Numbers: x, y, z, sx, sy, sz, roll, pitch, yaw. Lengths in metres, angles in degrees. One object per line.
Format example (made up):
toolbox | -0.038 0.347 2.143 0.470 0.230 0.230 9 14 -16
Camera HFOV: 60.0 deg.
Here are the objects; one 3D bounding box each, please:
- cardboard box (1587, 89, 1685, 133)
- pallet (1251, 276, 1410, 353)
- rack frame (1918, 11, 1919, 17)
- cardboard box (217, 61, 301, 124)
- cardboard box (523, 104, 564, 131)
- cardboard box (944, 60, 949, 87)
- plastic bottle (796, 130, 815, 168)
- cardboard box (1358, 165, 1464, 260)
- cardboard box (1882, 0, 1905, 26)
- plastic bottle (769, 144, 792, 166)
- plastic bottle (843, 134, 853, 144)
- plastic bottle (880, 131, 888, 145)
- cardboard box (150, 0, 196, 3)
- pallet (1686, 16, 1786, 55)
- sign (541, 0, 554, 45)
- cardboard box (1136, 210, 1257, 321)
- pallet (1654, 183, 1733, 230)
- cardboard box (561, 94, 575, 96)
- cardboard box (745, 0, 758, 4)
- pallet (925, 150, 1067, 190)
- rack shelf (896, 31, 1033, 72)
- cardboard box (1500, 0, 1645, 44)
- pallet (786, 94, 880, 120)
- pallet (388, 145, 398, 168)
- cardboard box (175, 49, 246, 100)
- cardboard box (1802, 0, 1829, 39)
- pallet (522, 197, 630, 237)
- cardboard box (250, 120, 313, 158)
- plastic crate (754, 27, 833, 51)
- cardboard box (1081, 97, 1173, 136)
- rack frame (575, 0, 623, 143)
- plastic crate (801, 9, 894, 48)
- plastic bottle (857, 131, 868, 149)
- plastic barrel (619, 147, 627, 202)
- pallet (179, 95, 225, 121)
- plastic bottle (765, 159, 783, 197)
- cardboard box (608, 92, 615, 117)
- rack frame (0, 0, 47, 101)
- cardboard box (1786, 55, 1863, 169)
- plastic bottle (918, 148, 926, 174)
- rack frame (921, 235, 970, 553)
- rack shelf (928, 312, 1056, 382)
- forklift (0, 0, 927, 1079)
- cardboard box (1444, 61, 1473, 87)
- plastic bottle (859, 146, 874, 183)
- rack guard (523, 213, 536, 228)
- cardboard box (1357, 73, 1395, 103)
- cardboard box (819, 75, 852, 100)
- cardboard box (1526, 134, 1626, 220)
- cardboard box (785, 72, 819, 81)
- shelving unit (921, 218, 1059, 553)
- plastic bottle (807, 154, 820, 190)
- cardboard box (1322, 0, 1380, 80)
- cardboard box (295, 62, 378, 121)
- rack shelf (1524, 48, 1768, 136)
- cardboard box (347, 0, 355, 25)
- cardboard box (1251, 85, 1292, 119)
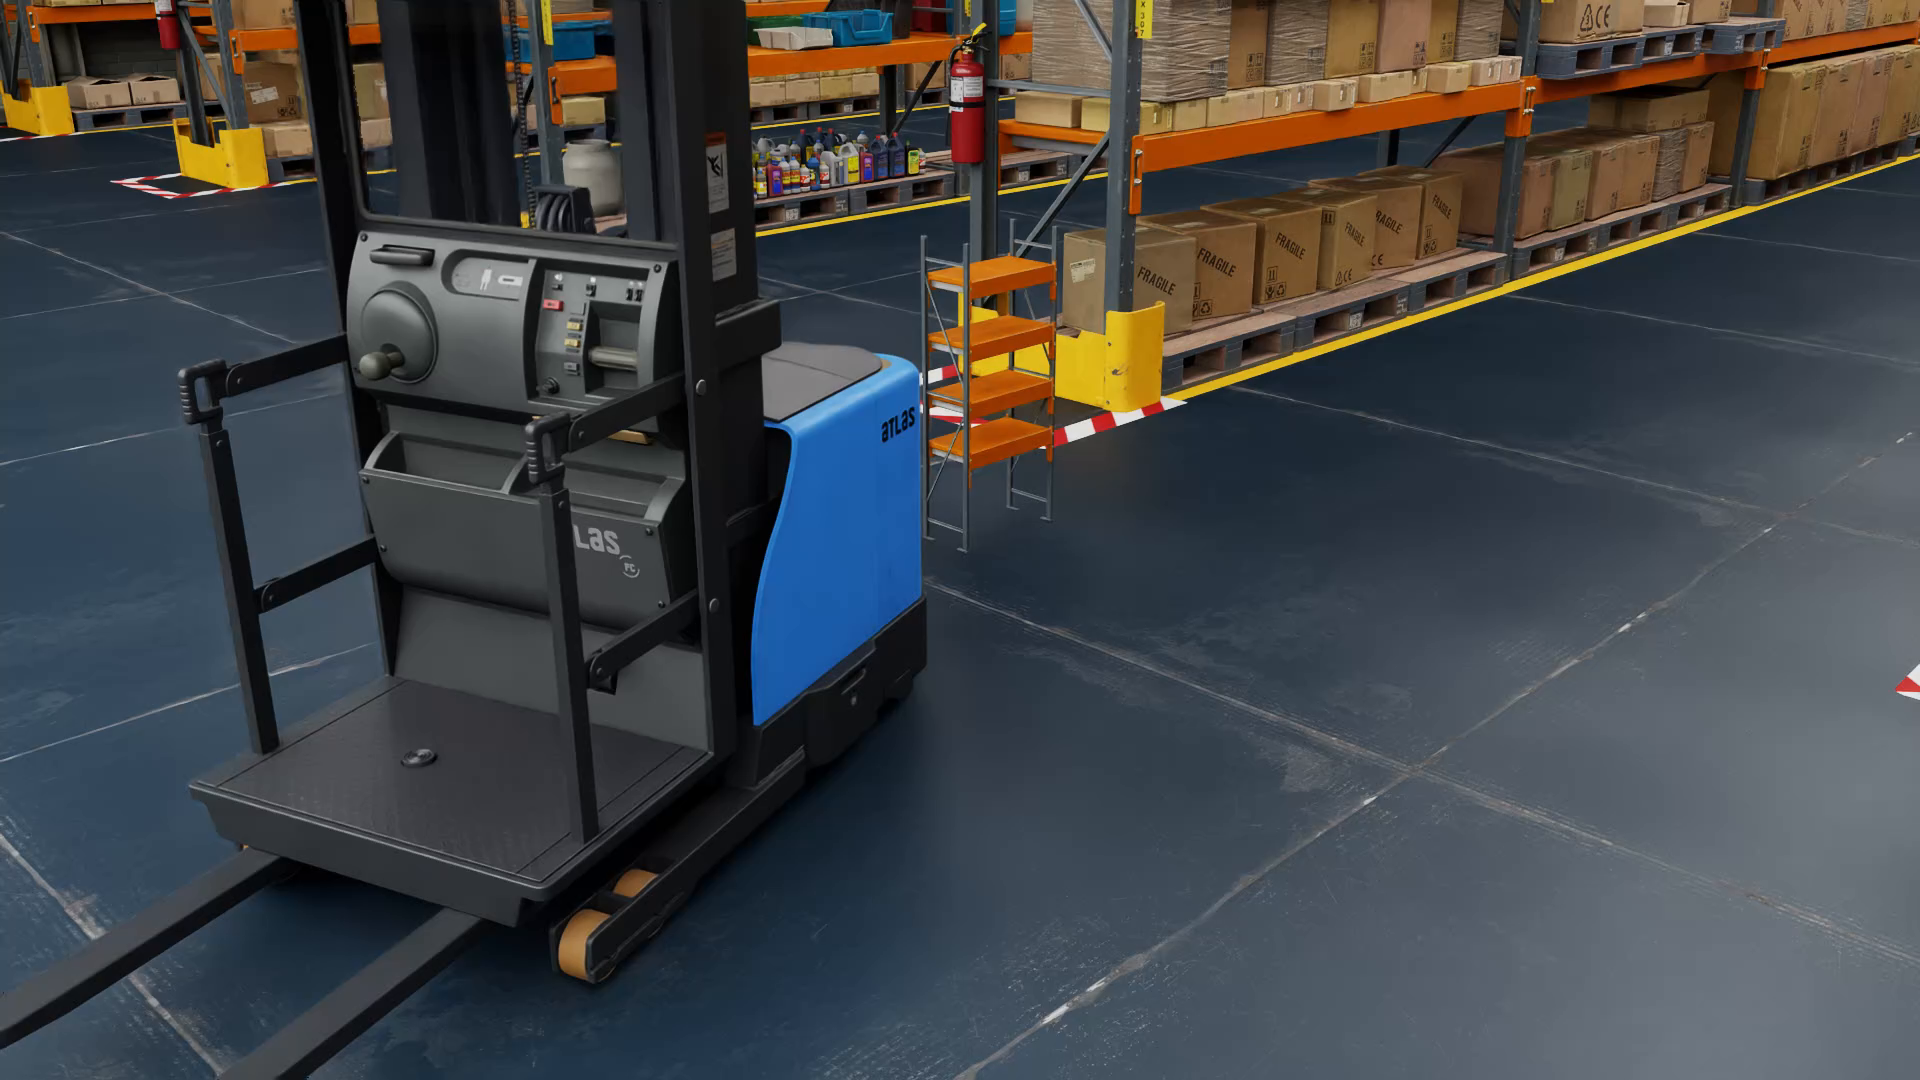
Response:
cardboard box | 5.222 -3.316 12.848 0.500 0.250 0.500 -16 26 -36
pallet | 1.946 -1.420 9.975 1.003 0.211 1.213 19 28 41
rack frame | 8.821 -5.275 16.117 1.000 3.000 0.127 19 28 41
cardboard box | -6.484 -4.145 15.381 0.500 0.500 0.500 19 28 41
cardboard box | -4.377 -4.311 16.857 0.500 0.250 0.500 19 28 41
cardboard box | -0.181 -5.947 20.737 0.500 0.500 0.500 18 27 39
plastic bottle | -1.300 -3.275 13.992 0.144 0.351 0.185 18 27 38
cardboard box | 2.933 -2.155 10.898 0.500 0.500 0.500 18 28 39
cardboard box | 8.341 -5.007 15.282 0.500 0.500 0.500 -19 28 -40
plastic bottle | -1.473 -3.100 13.642 0.152 0.276 0.135 19 28 41
plastic bottle | -0.974 -3.307 14.170 0.061 0.283 0.133 19 28 41
plastic bottle | -0.654 -3.225 13.864 0.144 0.351 0.185 19 28 41
cardboard box | -8.917 -6.161 18.604 0.500 0.250 0.500 19 28 40
pallet | 5.610 -3.947 12.930 1.213 0.211 1.003 19 28 41
sign | -2.708 -3.420 10.906 0.100 0.325 0.005 19 28 41
cardboard box | 1.290 -1.538 9.294 0.500 0.500 0.500 -12 24 -28
pallet | 5.485 -2.744 13.421 1.003 0.211 1.213 19 28 41
cardboard box | -4.395 -4.568 17.525 0.500 0.250 0.500 19 28 41
cardboard box | -2.590 -6.203 18.392 0.500 0.500 0.500 19 28 41
pallet | 0.212 -3.368 15.043 1.003 0.211 1.213 19 28 41
rack shelf | 1.087 -4.636 15.459 1.077 0.370 4.000 19 28 41
cardboard box | 3.895 -3.864 11.024 1.000 1.000 1.000 19 28 41
pallet | -1.667 -5.223 19.870 1.003 0.211 1.213 19 28 41
pallet | -5.291 -3.888 16.396 1.003 0.211 1.213 19 28 41
cardboard box | -8.705 -5.426 19.381 0.700 0.500 0.500 17 27 37
cardboard box | 6.923 -4.483 13.918 0.500 0.500 0.500 18 28 39
pallet | -2.509 -2.367 12.438 1.003 0.211 1.213 19 28 41
cardboard box | -6.112 -3.665 15.177 0.500 0.250 0.500 19 28 41
plastic crate | -1.260 -3.854 12.788 0.530 0.136 0.437 19 28 41
cardboard box | 0.820 -2.086 8.172 0.380 0.149 0.250 19 28 41
rack frame | -3.855 -5.699 17.220 1.000 3.000 0.127 19 28 41
plastic crate | -0.886 -4.036 13.102 0.499 0.251 0.616 19 28 41
plastic bottle | -0.845 -3.418 14.475 0.097 0.271 0.097 0 21 0
plastic barrel | -2.345 -2.782 12.513 0.421 0.512 0.421 0 21 0
pallet | -8.701 -5.139 19.651 1.003 0.211 1.213 19 28 41
plastic bottle | -1.440 -2.809 12.874 0.133 0.283 0.061 -20 28 -41
cardboard box | -3.396 -4.653 17.746 0.500 0.250 0.500 18 28 39
rack frame | -10.197 -5.909 17.768 1.000 3.000 0.127 19 28 41
cardboard box | 7.155 -3.850 14.787 1.225 0.875 0.875 19 28 41
plastic bottle | -0.338 -3.186 13.970 0.097 0.201 0.097 0 21 0
rack frame | -0.055 -0.540 6.307 0.240 1.200 0.015 19 28 41
rack shelf | 0.115 -0.749 6.414 0.258 0.148 0.480 19 28 41
forklift | -1.190 -0.513 3.824 1.130 2.935 3.031 10 23 23
cardboard box | 2.902 -2.861 10.188 0.380 0.149 0.250 19 28 41
plastic bottle | -0.769 -3.056 13.518 0.133 0.283 0.061 -18 27 -39
rack guard | -3.079 -2.294 11.847 1.175 0.500 0.348 19 28 41
cardboard box | 2.244 -2.590 9.483 0.380 0.149 0.250 19 28 41
cardboard box | -1.614 -5.310 19.455 0.500 0.250 0.500 19 28 40
cardboard box | 4.420 -2.671 12.214 0.700 0.500 0.500 16 26 36
cardboard box | -1.965 -5.441 19.014 0.500 0.311 0.500 19 28 40
shelving unit | 0.115 -0.603 6.470 0.258 1.200 0.503 19 28 41
plastic bottle | -1.160 -2.916 13.169 0.097 0.271 0.097 0 21 0
cardboard box | 1.853 -2.912 9.416 0.875 0.500 0.500 19 28 41
cardboard box | -5.764 -4.144 15.378 0.500 0.500 0.500 19 28 41
rack shelf | 4.636 -3.397 12.233 1.077 0.370 4.000 19 28 41
cardboard box | -5.947 -4.970 15.185 0.500 0.500 0.700 -19 28 -41
cardboard box | 1.532 -2.338 8.828 0.380 0.149 0.250 19 28 41
